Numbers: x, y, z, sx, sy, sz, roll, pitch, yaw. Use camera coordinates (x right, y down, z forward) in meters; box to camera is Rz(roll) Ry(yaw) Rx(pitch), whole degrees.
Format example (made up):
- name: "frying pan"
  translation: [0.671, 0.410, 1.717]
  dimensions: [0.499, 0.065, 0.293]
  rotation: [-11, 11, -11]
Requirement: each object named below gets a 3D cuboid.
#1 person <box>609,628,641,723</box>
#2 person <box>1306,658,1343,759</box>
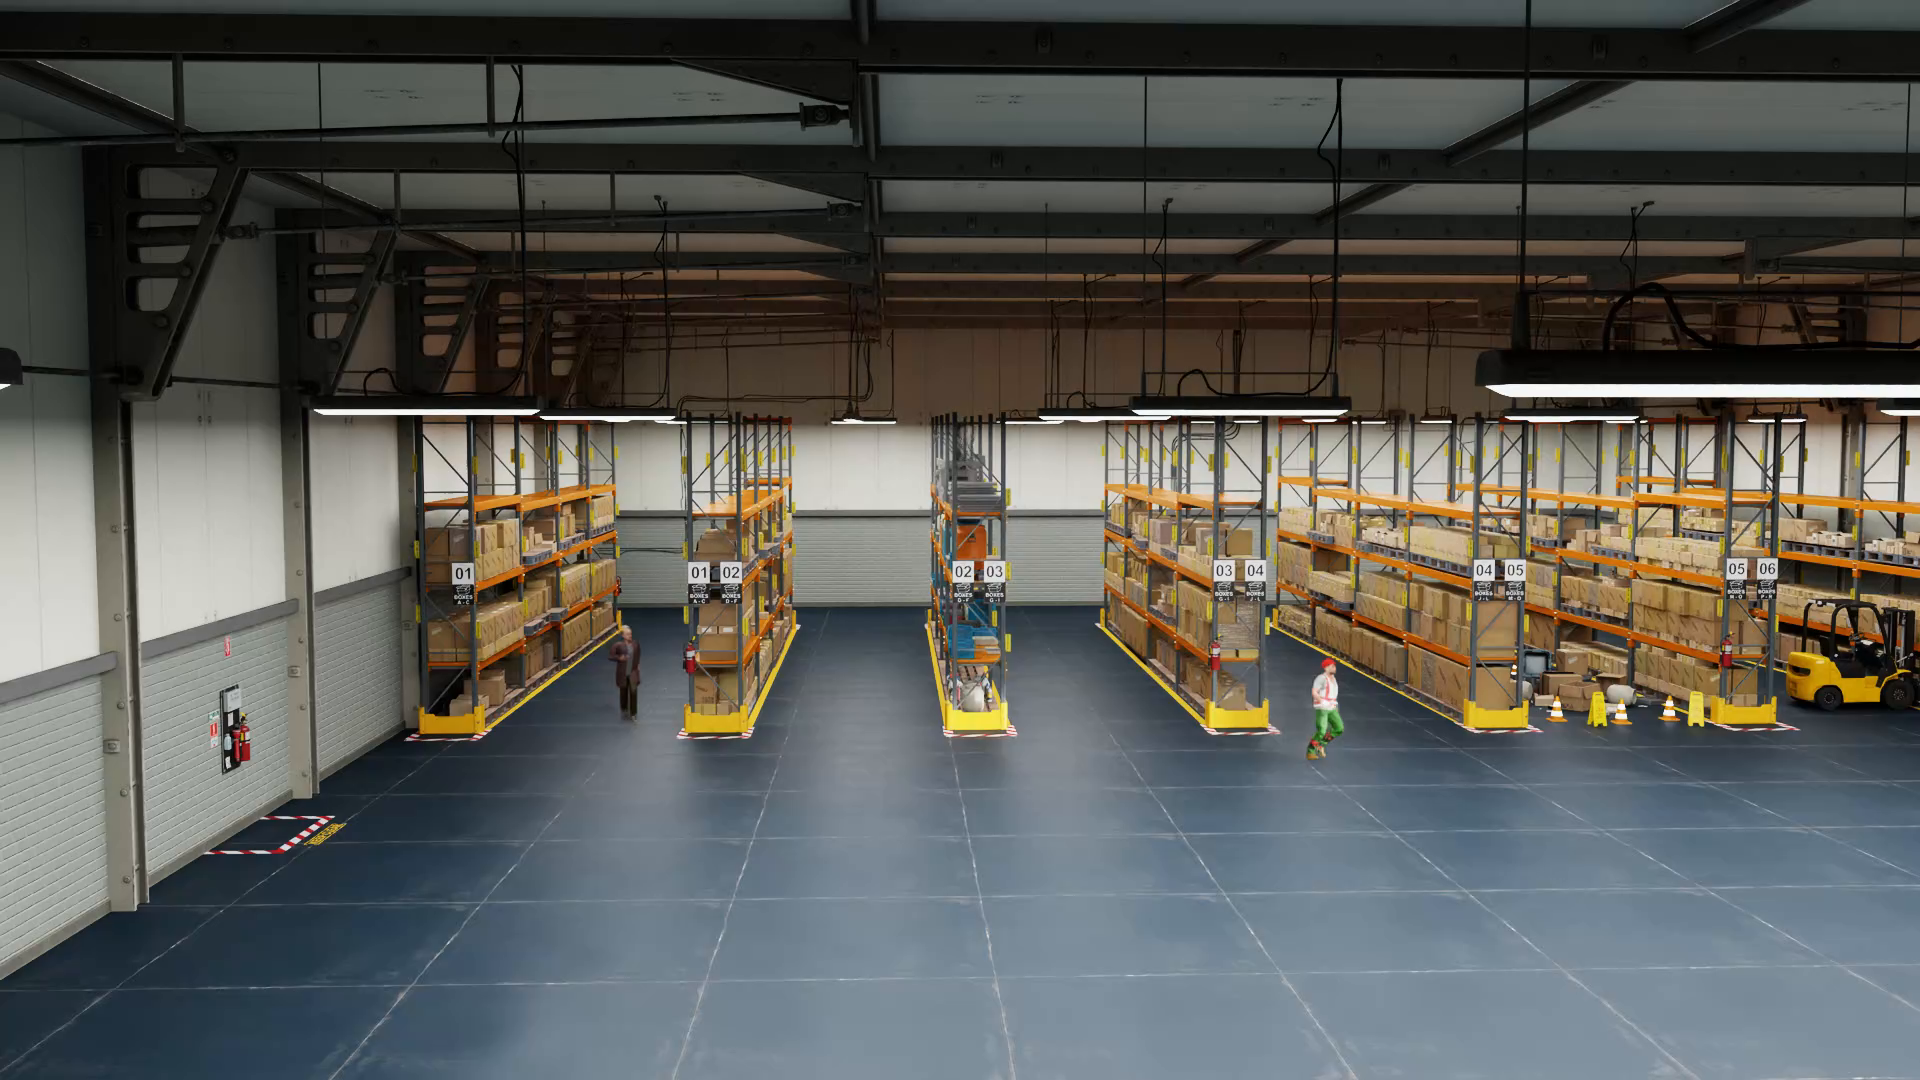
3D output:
- name: "person"
  translation: [-6.517, 2.641, 32.424]
  dimensions: [0.668, 1.855, 0.853]
  rotation: [-2, 4, -23]
- name: "person"
  translation: [6.344, 2.902, 28.630]
  dimensions: [0.718, 1.720, 0.565]
  rotation: [-3, 5, -41]
